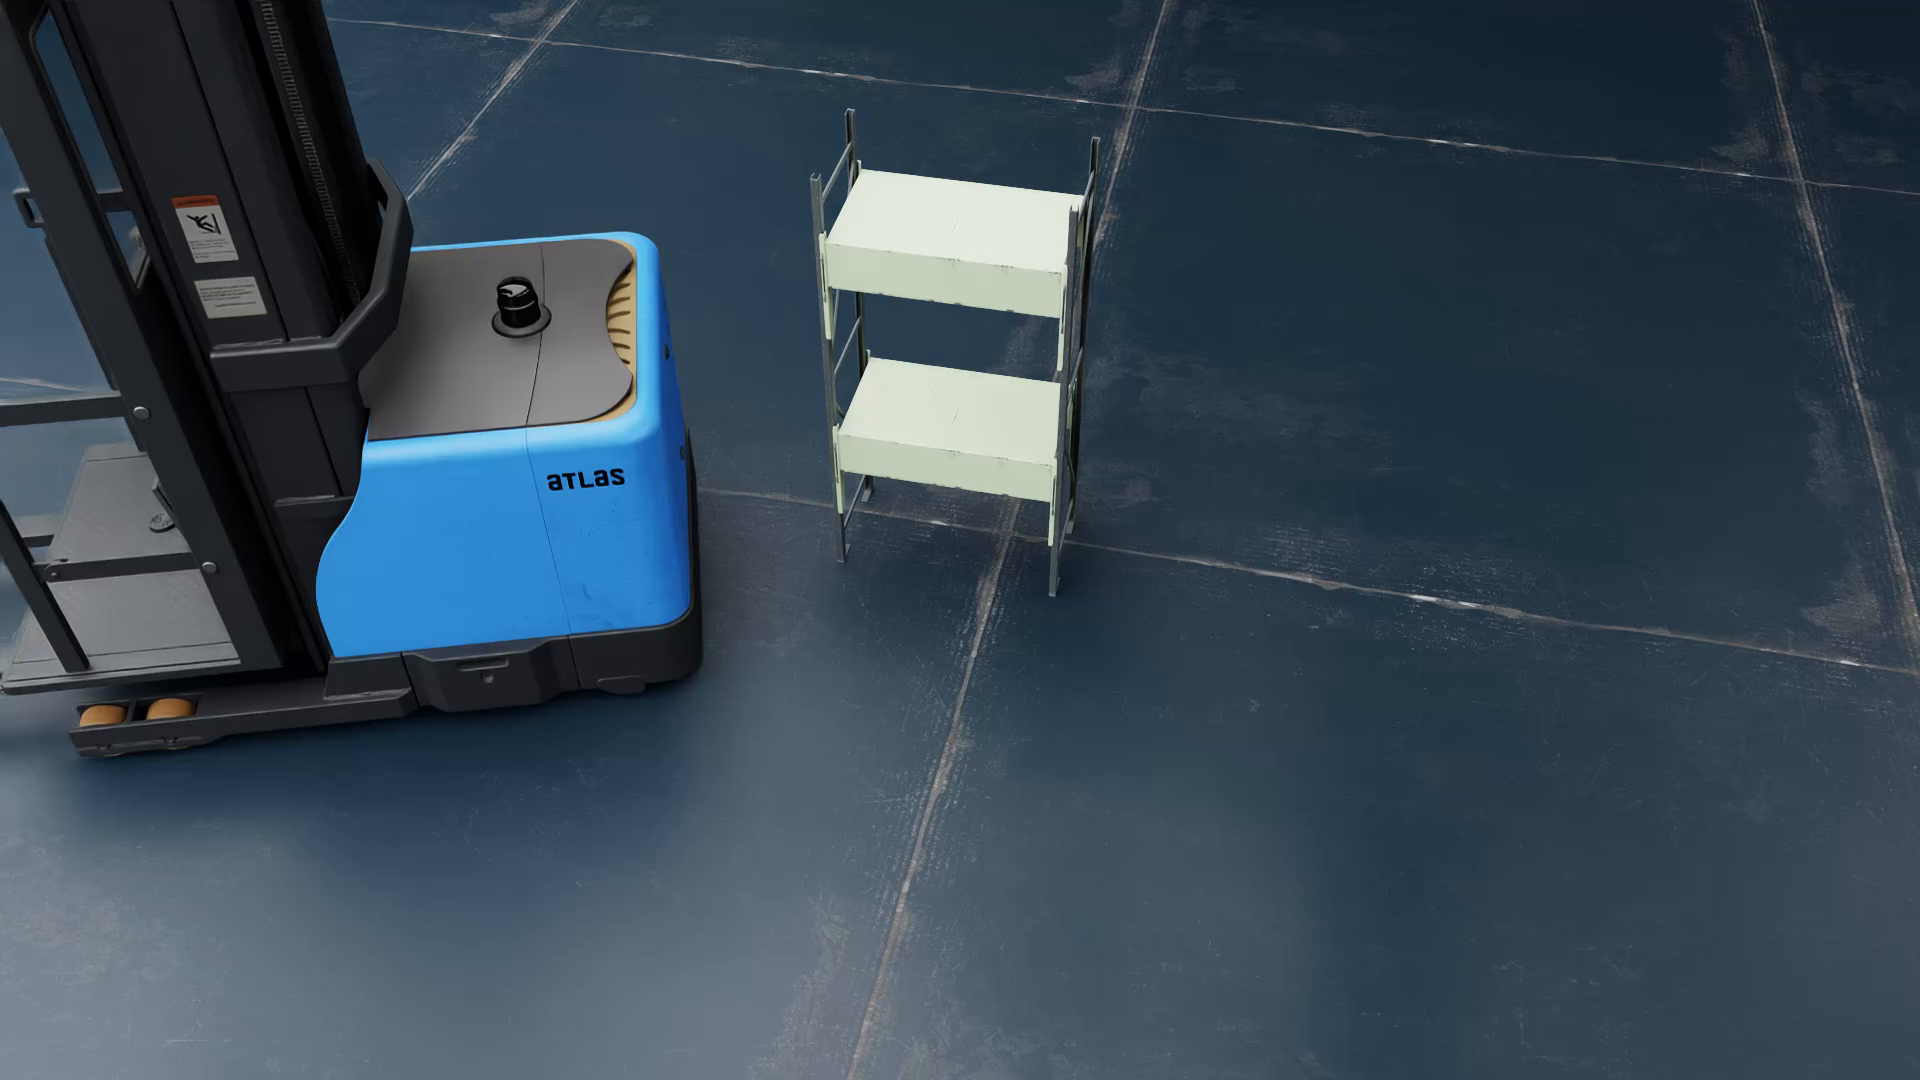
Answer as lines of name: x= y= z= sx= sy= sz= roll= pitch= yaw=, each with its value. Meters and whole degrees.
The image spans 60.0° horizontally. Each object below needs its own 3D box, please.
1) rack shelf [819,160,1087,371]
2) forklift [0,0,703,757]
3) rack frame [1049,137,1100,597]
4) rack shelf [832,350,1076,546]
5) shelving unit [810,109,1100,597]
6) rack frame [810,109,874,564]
rack shelf: x=-0.007 y=-0.823 z=4.960 sx=0.720 sy=0.370 sz=0.431 roll=9 pitch=45 yaw=9
forklift: x=-2.375 y=-0.790 z=4.457 sx=3.031 sy=2.935 sz=1.130 roll=-6 pitch=44 yaw=-6
rack frame: x=0.351 y=-0.486 z=5.173 sx=0.023 sy=1.500 sz=0.400 roll=9 pitch=45 yaw=9
rack shelf: x=-0.007 y=-0.306 z=5.457 sx=0.720 sy=0.370 sz=0.431 roll=9 pitch=45 yaw=9
shelving unit: x=-0.007 y=-0.541 z=5.231 sx=0.755 sy=1.500 sz=0.431 roll=9 pitch=45 yaw=9
rack frame: x=-0.364 y=-0.597 z=5.289 sx=0.023 sy=1.500 sz=0.400 roll=9 pitch=45 yaw=9
